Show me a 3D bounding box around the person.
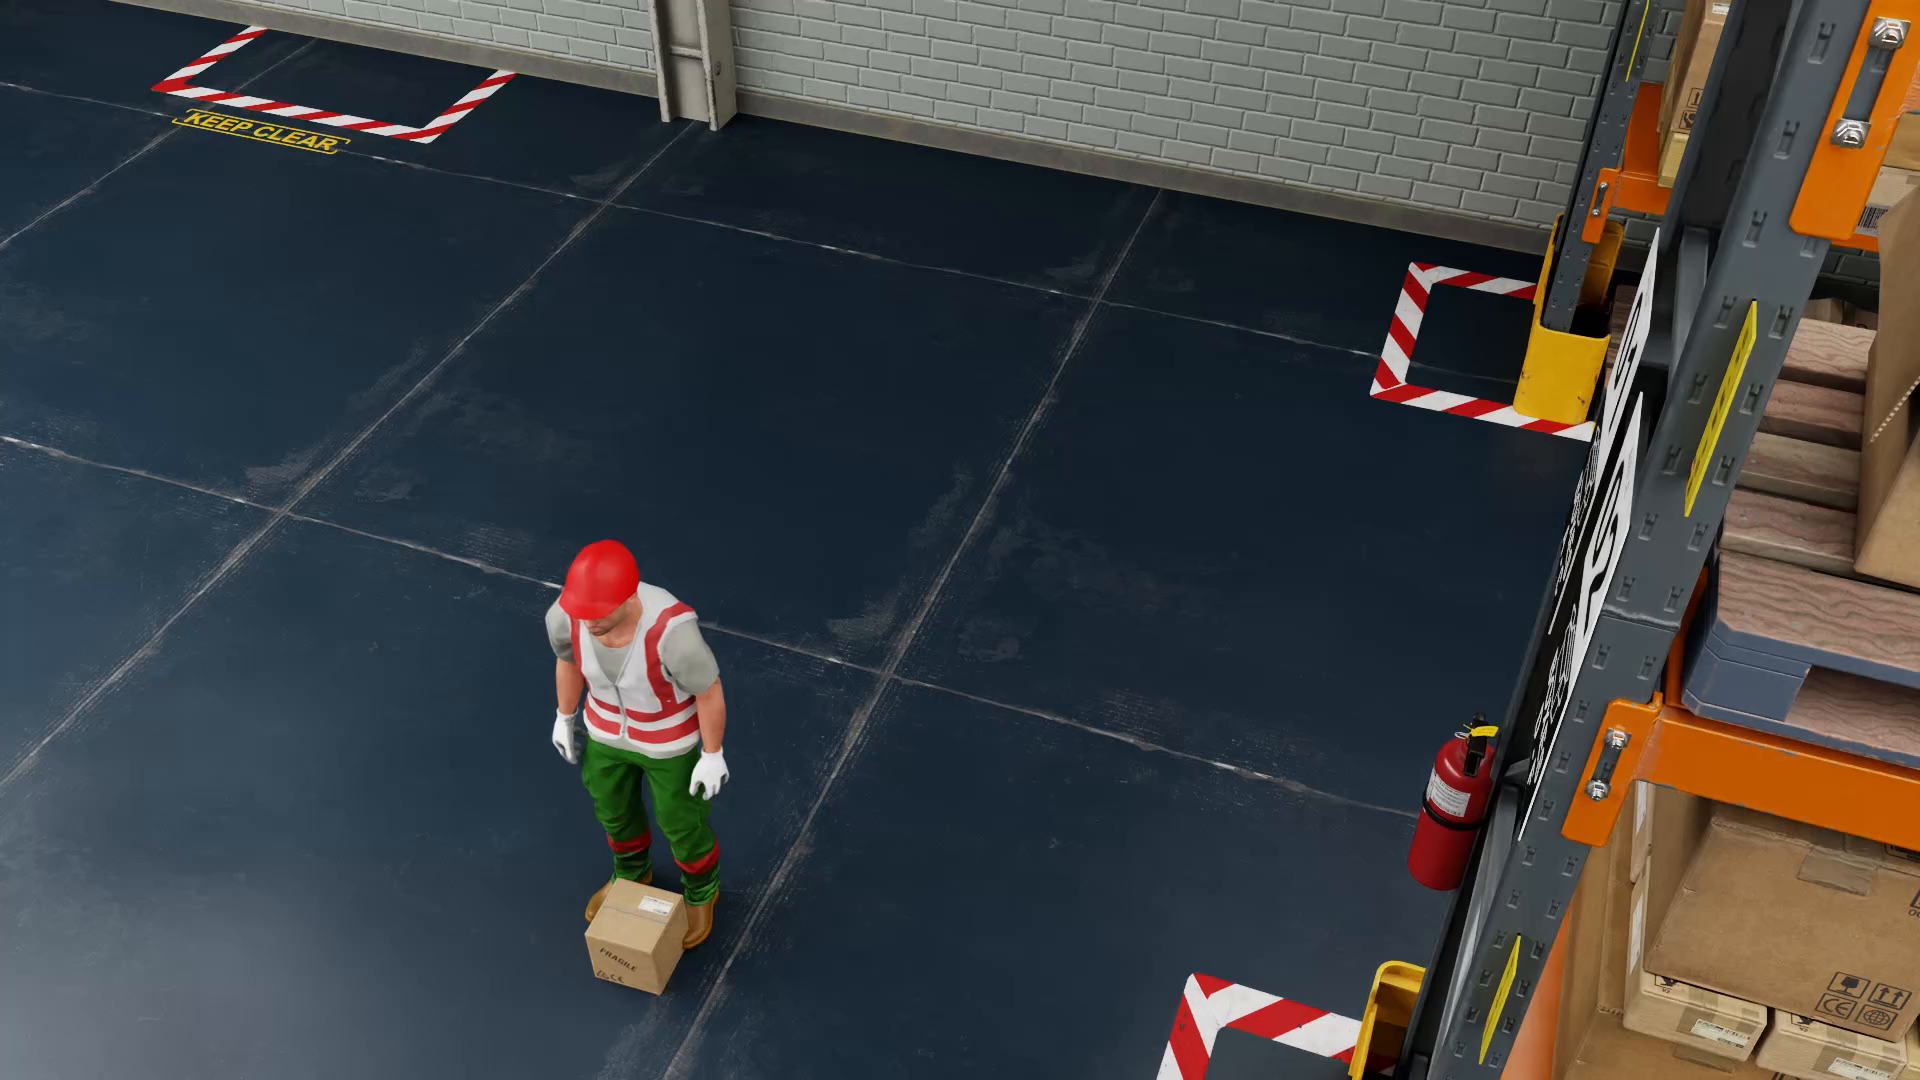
[{"bbox_3d":[-1.040,0.654,5.398,0.617,1.778,0.456,13,43,14],"label":"person"}]
